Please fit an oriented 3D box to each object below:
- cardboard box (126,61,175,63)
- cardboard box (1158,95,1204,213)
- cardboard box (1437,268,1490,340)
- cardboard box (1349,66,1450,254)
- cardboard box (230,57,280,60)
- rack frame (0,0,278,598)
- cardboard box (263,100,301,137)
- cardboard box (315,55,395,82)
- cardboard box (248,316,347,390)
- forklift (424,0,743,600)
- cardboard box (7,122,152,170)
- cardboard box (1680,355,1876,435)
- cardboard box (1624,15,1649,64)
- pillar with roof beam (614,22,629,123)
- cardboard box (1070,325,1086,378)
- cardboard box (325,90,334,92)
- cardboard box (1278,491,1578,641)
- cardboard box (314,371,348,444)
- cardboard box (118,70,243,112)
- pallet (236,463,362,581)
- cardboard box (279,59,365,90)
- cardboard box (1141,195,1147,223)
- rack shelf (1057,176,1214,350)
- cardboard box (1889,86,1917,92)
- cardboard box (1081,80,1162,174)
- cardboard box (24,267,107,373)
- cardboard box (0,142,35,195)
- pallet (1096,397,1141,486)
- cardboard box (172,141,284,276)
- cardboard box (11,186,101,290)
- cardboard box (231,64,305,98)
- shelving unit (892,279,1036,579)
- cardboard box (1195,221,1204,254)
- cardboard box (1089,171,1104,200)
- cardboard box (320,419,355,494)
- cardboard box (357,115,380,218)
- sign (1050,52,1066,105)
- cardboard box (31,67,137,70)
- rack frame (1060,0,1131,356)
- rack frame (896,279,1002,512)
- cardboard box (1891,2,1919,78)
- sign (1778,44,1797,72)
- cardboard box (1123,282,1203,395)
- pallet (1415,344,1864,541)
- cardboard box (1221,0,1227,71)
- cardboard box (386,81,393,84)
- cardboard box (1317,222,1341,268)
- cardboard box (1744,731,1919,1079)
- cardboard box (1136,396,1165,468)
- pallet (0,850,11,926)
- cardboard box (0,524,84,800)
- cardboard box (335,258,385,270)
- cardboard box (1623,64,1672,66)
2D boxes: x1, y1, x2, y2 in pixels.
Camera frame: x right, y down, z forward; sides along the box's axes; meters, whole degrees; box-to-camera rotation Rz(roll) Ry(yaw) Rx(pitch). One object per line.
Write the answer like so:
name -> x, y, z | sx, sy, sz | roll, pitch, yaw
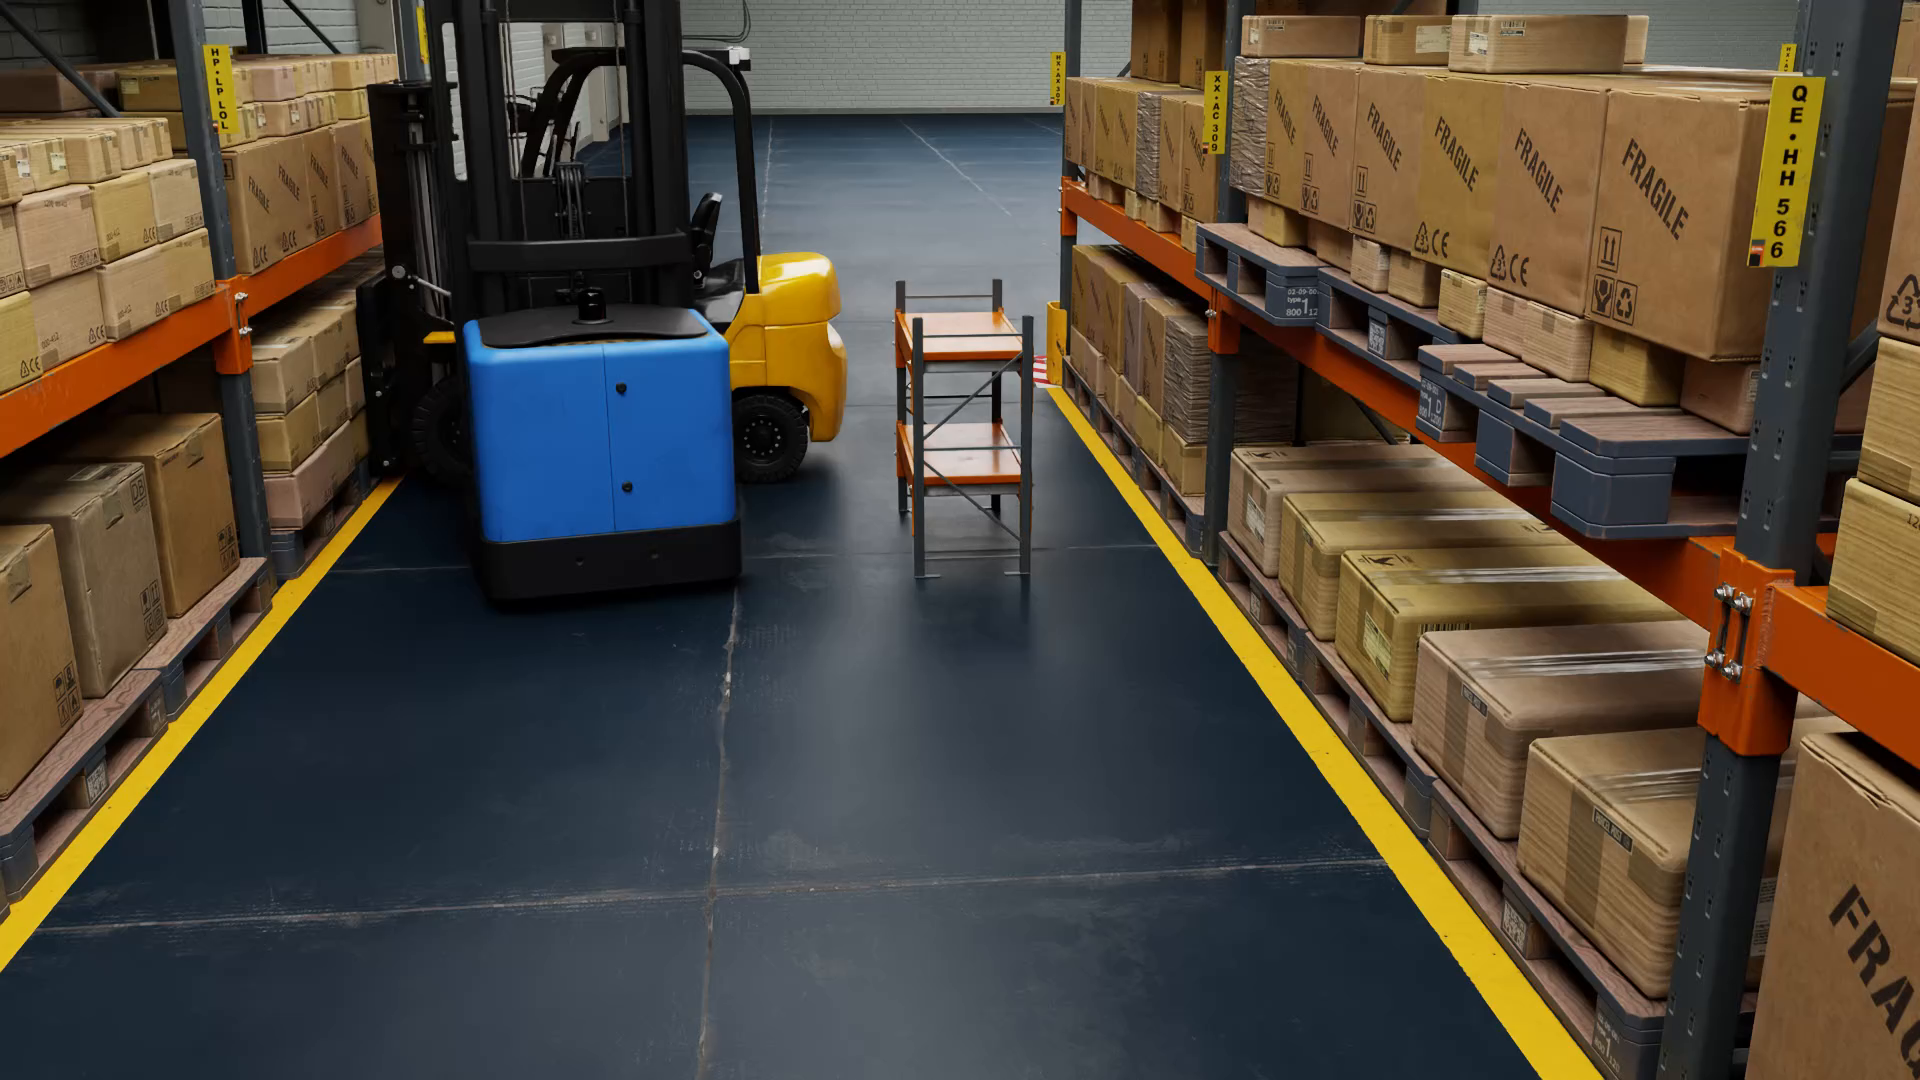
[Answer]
cardboard box -> -3.788, -2.228, 8.021 | 0.380, 0.149, 0.250 | -1, 17, -4
cardboard box -> 1.224, -1.807, 7.760 | 0.500, 0.500, 0.500 | -1, 17, -4
cardboard box -> 1.491, -0.626, 4.383 | 0.380, 0.149, 0.250 | -1, 17, -5
cardboard box -> 1.493, -1.131, 4.907 | 0.500, 0.500, 0.500 | -2, 18, -8
cardboard box -> -3.905, -2.537, 9.005 | 0.380, 0.149, 0.250 | -2, 18, -5
rack frame -> -3.360, -1.185, 6.443 | 1.000, 3.000, 0.127 | -2, 18, -6
cardboard box -> -3.166, -1.875, 7.390 | 0.380, 0.149, 0.250 | -1, 17, -4
cardboard box -> -3.470, -2.703, 9.532 | 0.380, 0.149, 0.250 | -2, 18, -6
cardboard box -> -3.140, -0.857, 7.618 | 0.500, 0.250, 0.500 | -2, 18, -6
forklift -> -1.848, -1.560, 7.754 | 1.130, 2.935, 3.031 | -5, 18, -17
cardboard box -> -3.059, -1.371, 5.785 | 0.380, 0.149, 0.250 | -2, 18, -6
cardboard box -> 1.722, -0.318, 3.401 | 0.380, 0.149, 0.250 | -1, 17, -4
cardboard box -> 1.985, -1.622, 5.388 | 0.380, 0.149, 0.250 | -3, 18, -8
pillar with roof beam -> -3.409, -14.074, 37.484 | 9.100, 9.000, 0.400 | -2, 18, -6
cardboard box -> 0.972, -1.170, 10.287 | 0.500, 0.250, 0.500 | -2, 18, -6
cardboard box -> -3.365, -2.180, 8.364 | 0.380, 0.149, 0.250 | -2, 18, -6
cardboard box -> 1.711, 0.085, 6.086 | 0.950, 0.372, 0.625 | -1, 17, -2
cardboard box -> -3.157, -0.615, 7.684 | 0.500, 0.250, 0.500 | -2, 18, -6
cardboard box -> -3.098, -1.788, 6.618 | 0.380, 0.149, 0.250 | -1, 17, -5
pallet -> -3.400, -0.093, 7.619 | 1.003, 0.211, 1.213 | -2, 18, -6
cardboard box -> -3.295, -2.398, 8.561 | 0.380, 0.149, 0.250 | -1, 17, -5
cardboard box -> 1.136, -1.685, 8.457 | 0.380, 0.149, 0.250 | -2, 18, -7
rack shelf -> 1.371, -1.592, 8.940 | 1.077, 0.370, 4.000 | -2, 18, -6
cardboard box -> 2.173, -0.679, 3.466 | 0.500, 0.500, 0.500 | -2, 18, -7
cardboard box -> 0.994, -2.417, 9.703 | 0.500, 0.500, 0.500 | -1, 17, -4
cardboard box -> -2.970, -0.672, 5.062 | 0.500, 0.250, 0.500 | -2, 18, -5
cardboard box -> -2.943, -1.067, 4.818 | 0.380, 0.149, 0.250 | -2, 18, -5
pallet -> 1.343, -0.572, 9.147 | 1.003, 0.211, 1.213 | -2, 18, -6
cardboard box -> -3.146, -1.373, 6.874 | 0.500, 0.500, 0.500 | -2, 18, -7
cardboard box -> -2.948, -0.908, 4.976 | 0.500, 0.250, 0.500 | -1, 17, -5
cardboard box -> -3.228, -2.095, 7.596 | 0.380, 0.149, 0.250 | -2, 18, -7
shelving unit -> 0.001, -0.535, 7.502 | 0.538, 1.125, 1.048 | -2, 18, -6
cardboard box -> 1.241, -1.306, 7.247 | 0.380, 0.149, 0.250 | -2, 18, -6
cardboard box -> 0.961, -2.070, 9.682 | 0.380, 0.149, 0.250 | -2, 17, -5
cardboard box -> -3.148, -0.378, 7.764 | 0.500, 0.250, 0.500 | -2, 18, -7
cardboard box -> -3.363, -1.978, 8.803 | 0.500, 0.500, 0.500 | -2, 18, -7
sign -> 0.625, -2.927, 10.547 | 0.100, 0.325, 0.005 | -2, 18, -6
cardboard box -> -3.719, -1.924, 7.051 | 0.380, 0.149, 0.250 | -2, 18, -6
rack frame -> 1.164, -2.531, 10.731 | 1.000, 3.000, 0.127 | -2, 18, -6
rack frame -> -0.052, -0.686, 7.985 | 0.500, 1.125, 0.032 | -2, 18, -6
cardboard box -> 6.226, -3.028, 10.261 | 0.875, 0.550, 0.550 | -2, 18, -6
sign -> 5.525, -3.149, 11.123 | 0.100, 0.325, 0.005 | -2, 18, -6
cardboard box -> 1.141, -1.057, 8.673 | 0.500, 0.500, 0.500 | -1, 17, -3
pallet -> 1.810, -0.265, 3.833 | 1.213, 0.211, 1.003 | -2, 18, -6
cardboard box -> 1.691, -2.447, 8.130 | 0.700, 0.500, 0.500 | -2, 18, -7
cardboard box -> -3.402, -2.564, 9.585 | 0.380, 0.149, 0.250 | -1, 17, -5
cardboard box -> 1.427, -1.010, 5.606 | 0.380, 0.149, 0.250 | -2, 17, -5
cardboard box -> 1.978, 0.874, 2.730 | 0.875, 0.875, 0.875 | -2, 18, -6
cardboard box -> 1.184, -0.554, 8.322 | 0.500, 0.250, 0.500 | -2, 18, -7
pallet -> -2.993, 1.091, 3.849 | 1.003, 0.211, 1.213 | -2, 18, -6
cardboard box -> -3.143, 0.358, 4.791 | 0.875, 0.625, 0.625 | -3, 18, -8
cardboard box -> -3.356, -1.462, 9.547 | 0.500, 0.250, 0.500 | -1, 17, -5
cardboard box -> 1.952, -1.297, 5.436 | 0.500, 0.500, 0.500 | -1, 17, -4
